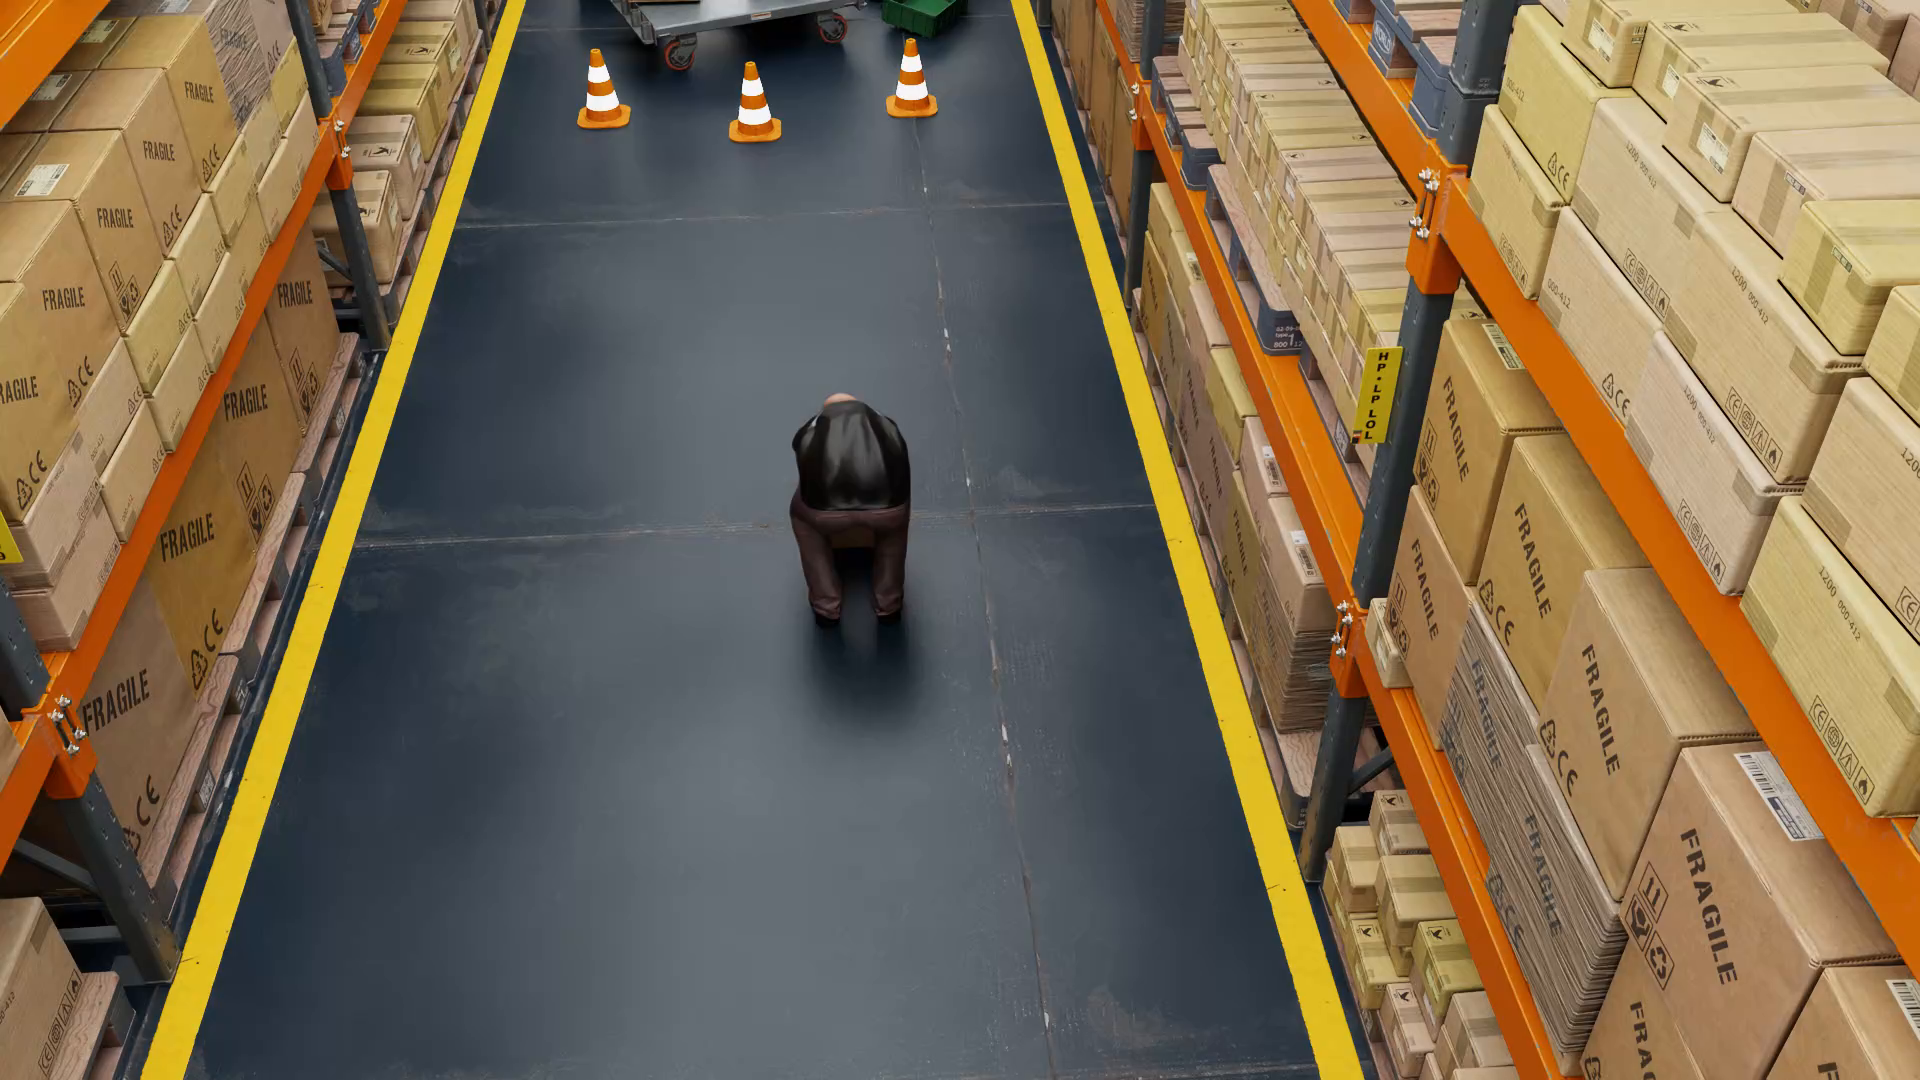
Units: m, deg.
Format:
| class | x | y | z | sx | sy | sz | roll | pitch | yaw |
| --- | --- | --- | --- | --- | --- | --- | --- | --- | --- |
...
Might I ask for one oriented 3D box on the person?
| class | x | y | z | sx | sy | sz | roll | pitch | yaw |
| --- | --- | --- | --- | --- | --- | --- | --- | --- | --- |
| person | -0.467 | -0.189 | 7.014 | 0.513 | 0.960 | 0.944 | -5 | 39 | -6 |
